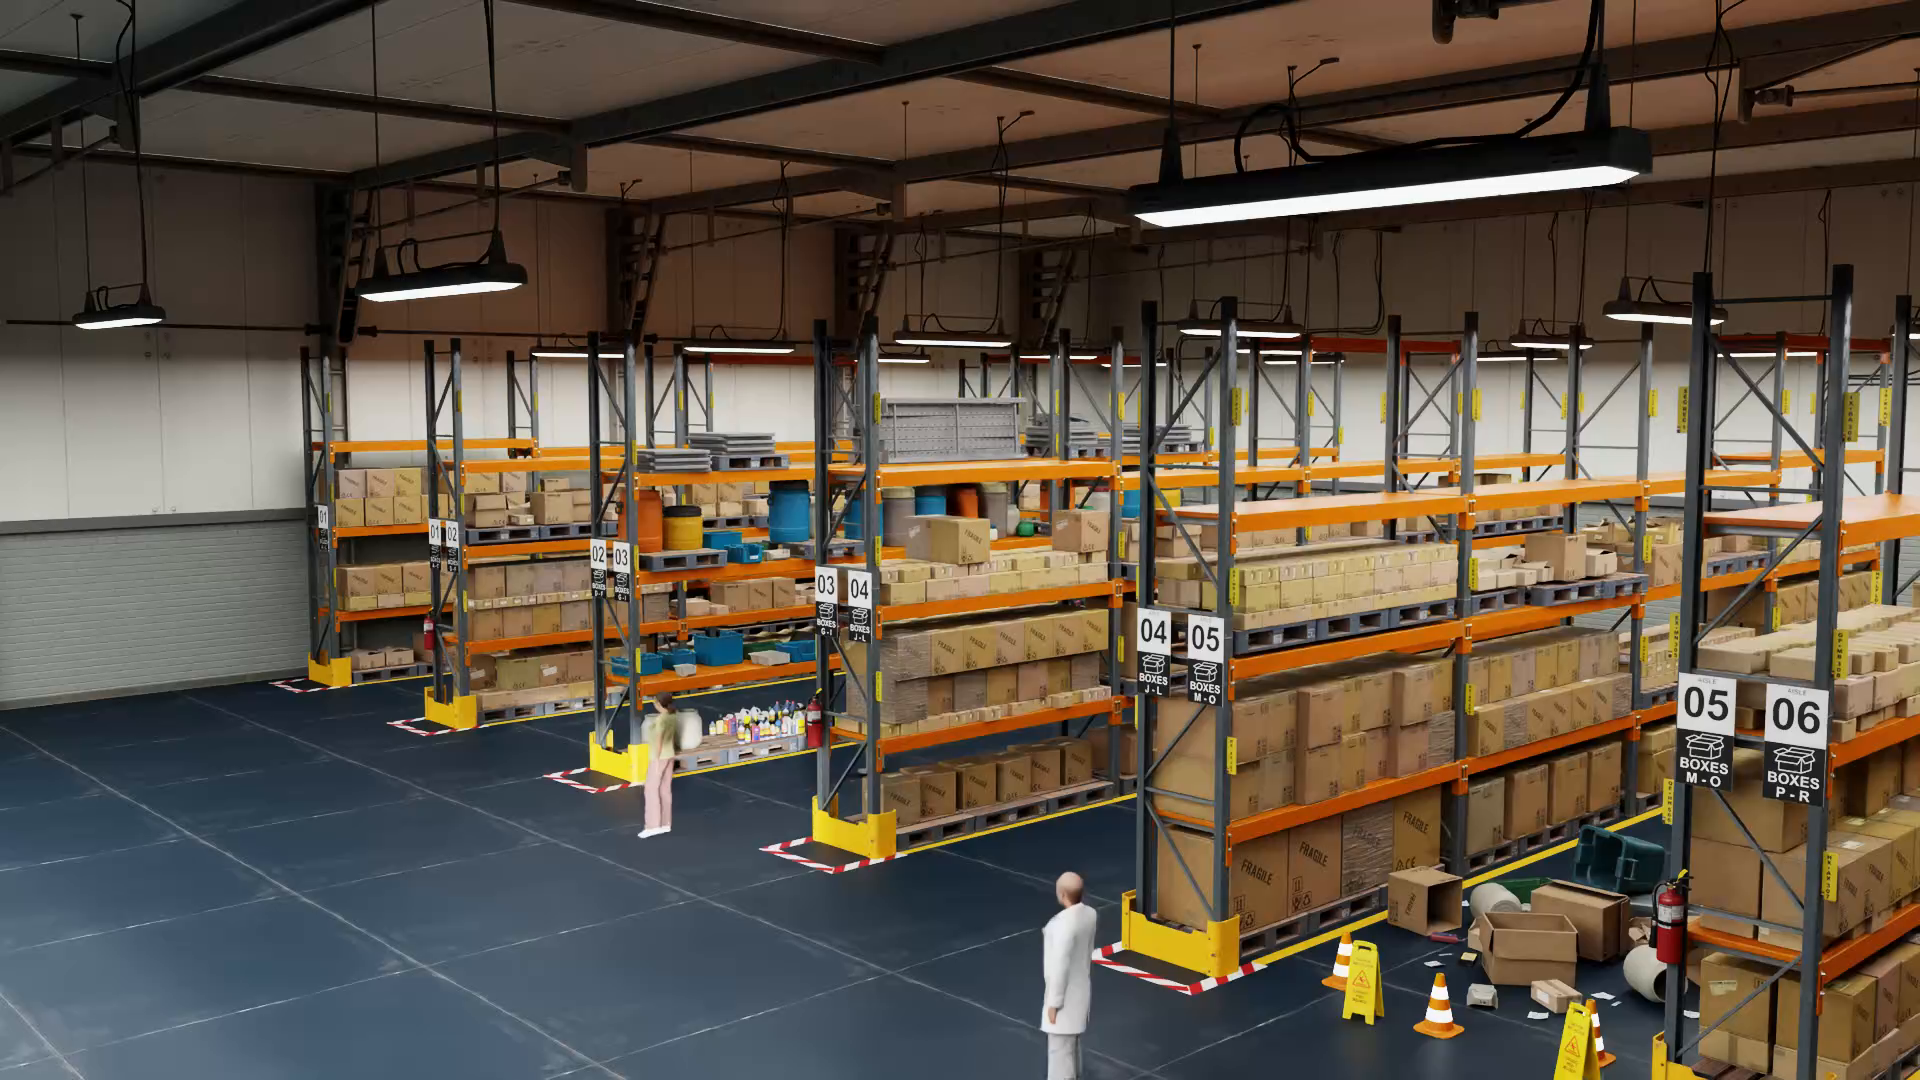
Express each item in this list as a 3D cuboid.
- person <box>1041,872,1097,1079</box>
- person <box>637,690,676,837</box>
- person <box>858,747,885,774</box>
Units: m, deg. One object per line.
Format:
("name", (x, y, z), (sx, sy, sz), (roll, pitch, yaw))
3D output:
("person", (0.716, 3.233, 11.832), (0.462, 1.778, 0.622), (1, 5, 14))
("person", (-3.538, 2.624, 19.557), (0.392, 1.714, 0.519), (1, 5, 15))
("person", (-1.233, 2.326, 22.632), (0.400, 1.766, 0.645), (2, 5, 24))
